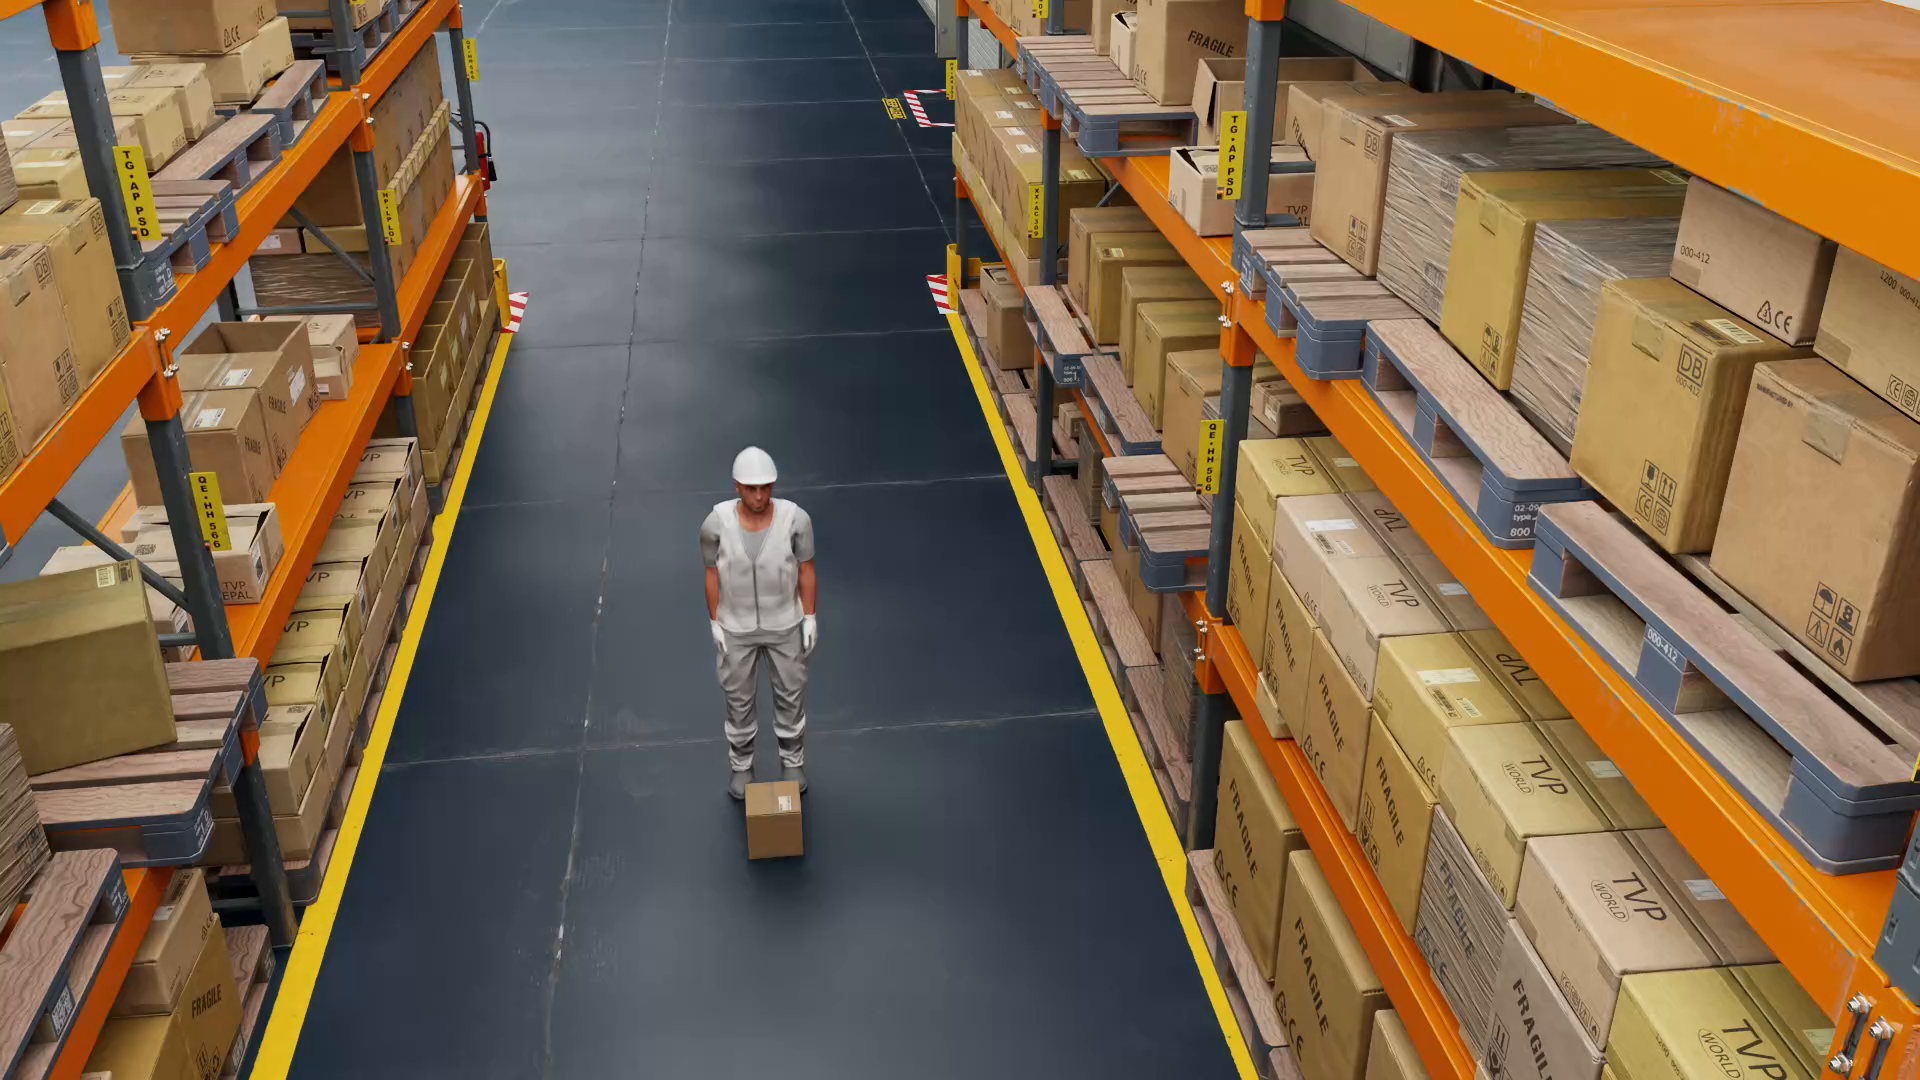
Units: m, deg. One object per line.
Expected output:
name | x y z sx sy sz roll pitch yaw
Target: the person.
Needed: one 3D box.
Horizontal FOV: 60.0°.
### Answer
person | -0.927 0.395 7.814 0.524 1.785 0.335 -3 27 -6
